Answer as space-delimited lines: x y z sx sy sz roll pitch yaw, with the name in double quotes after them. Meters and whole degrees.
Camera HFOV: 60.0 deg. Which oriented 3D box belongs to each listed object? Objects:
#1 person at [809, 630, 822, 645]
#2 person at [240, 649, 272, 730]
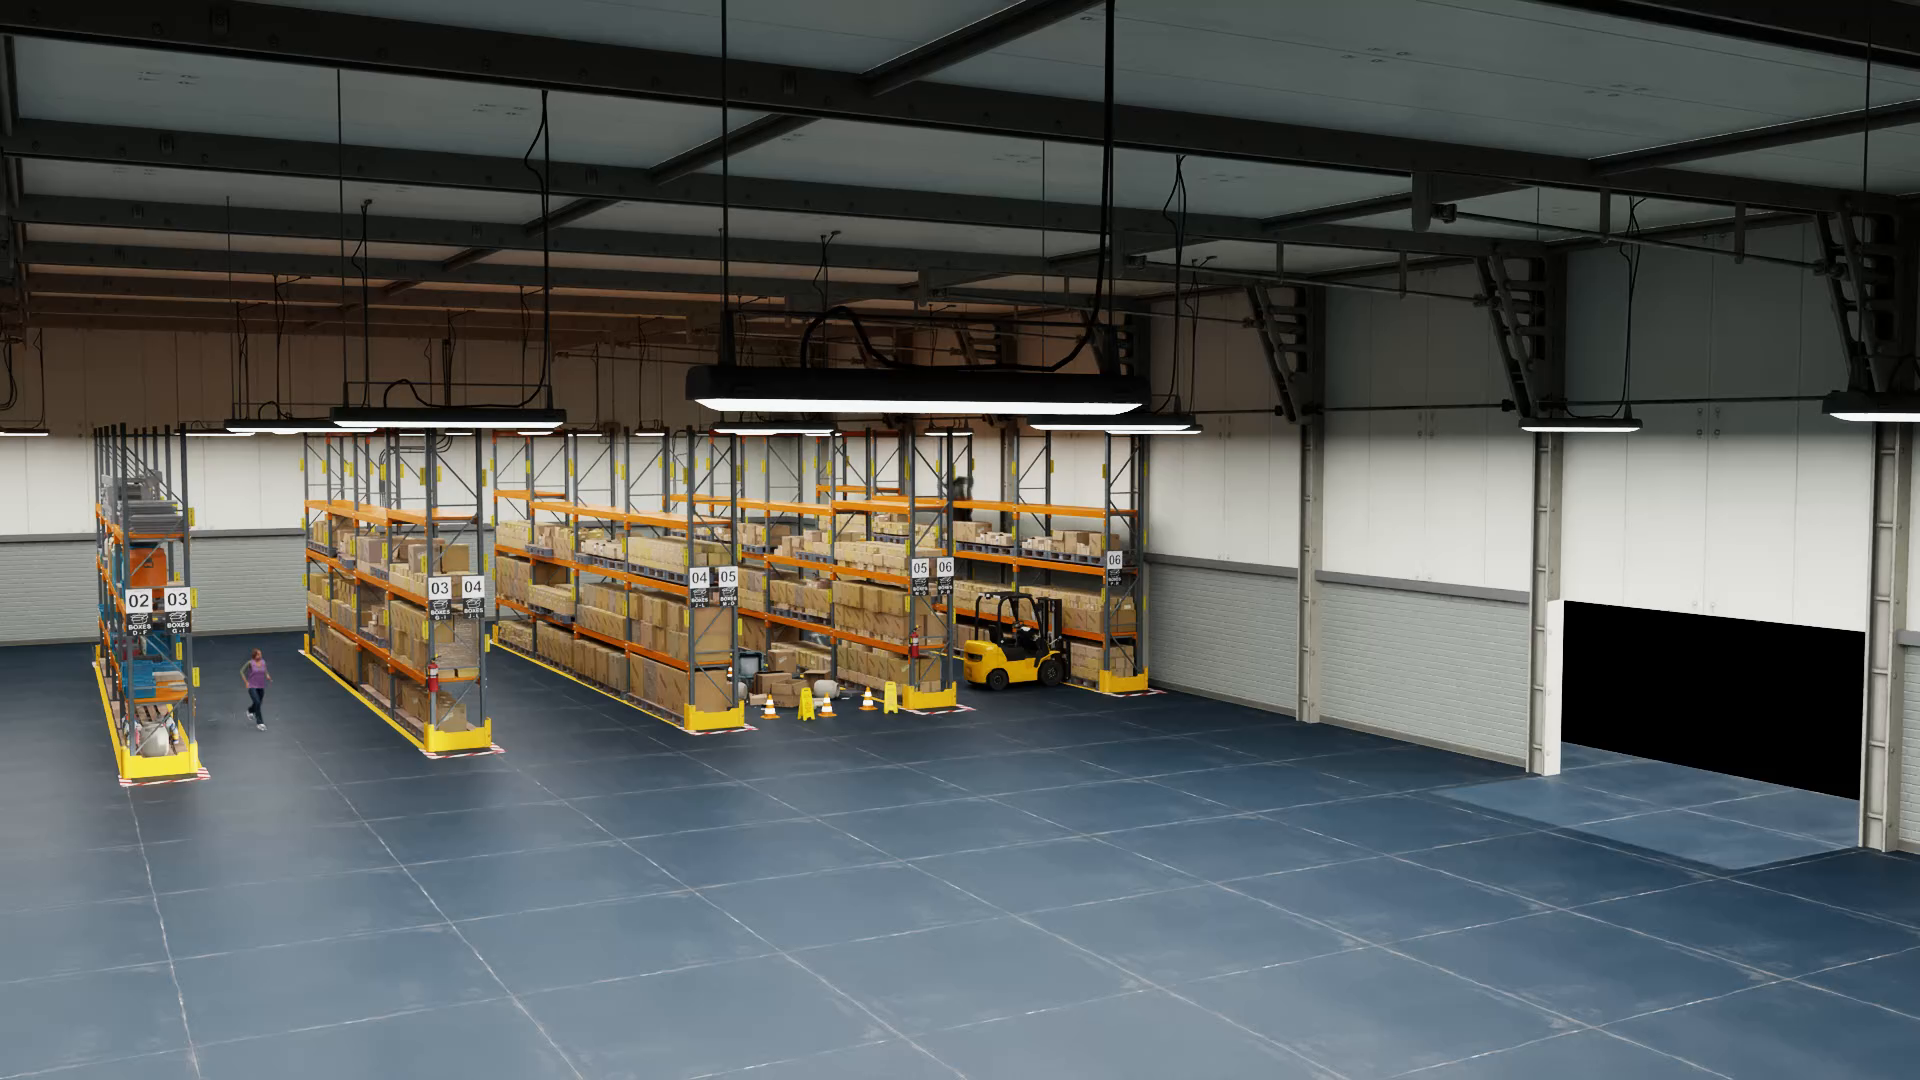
-4.007 2.194 45.303 0.680 1.572 1.050 -1 4 -17 "person"
-14.019 2.938 33.024 0.844 1.594 0.519 3 4 39 "person"
